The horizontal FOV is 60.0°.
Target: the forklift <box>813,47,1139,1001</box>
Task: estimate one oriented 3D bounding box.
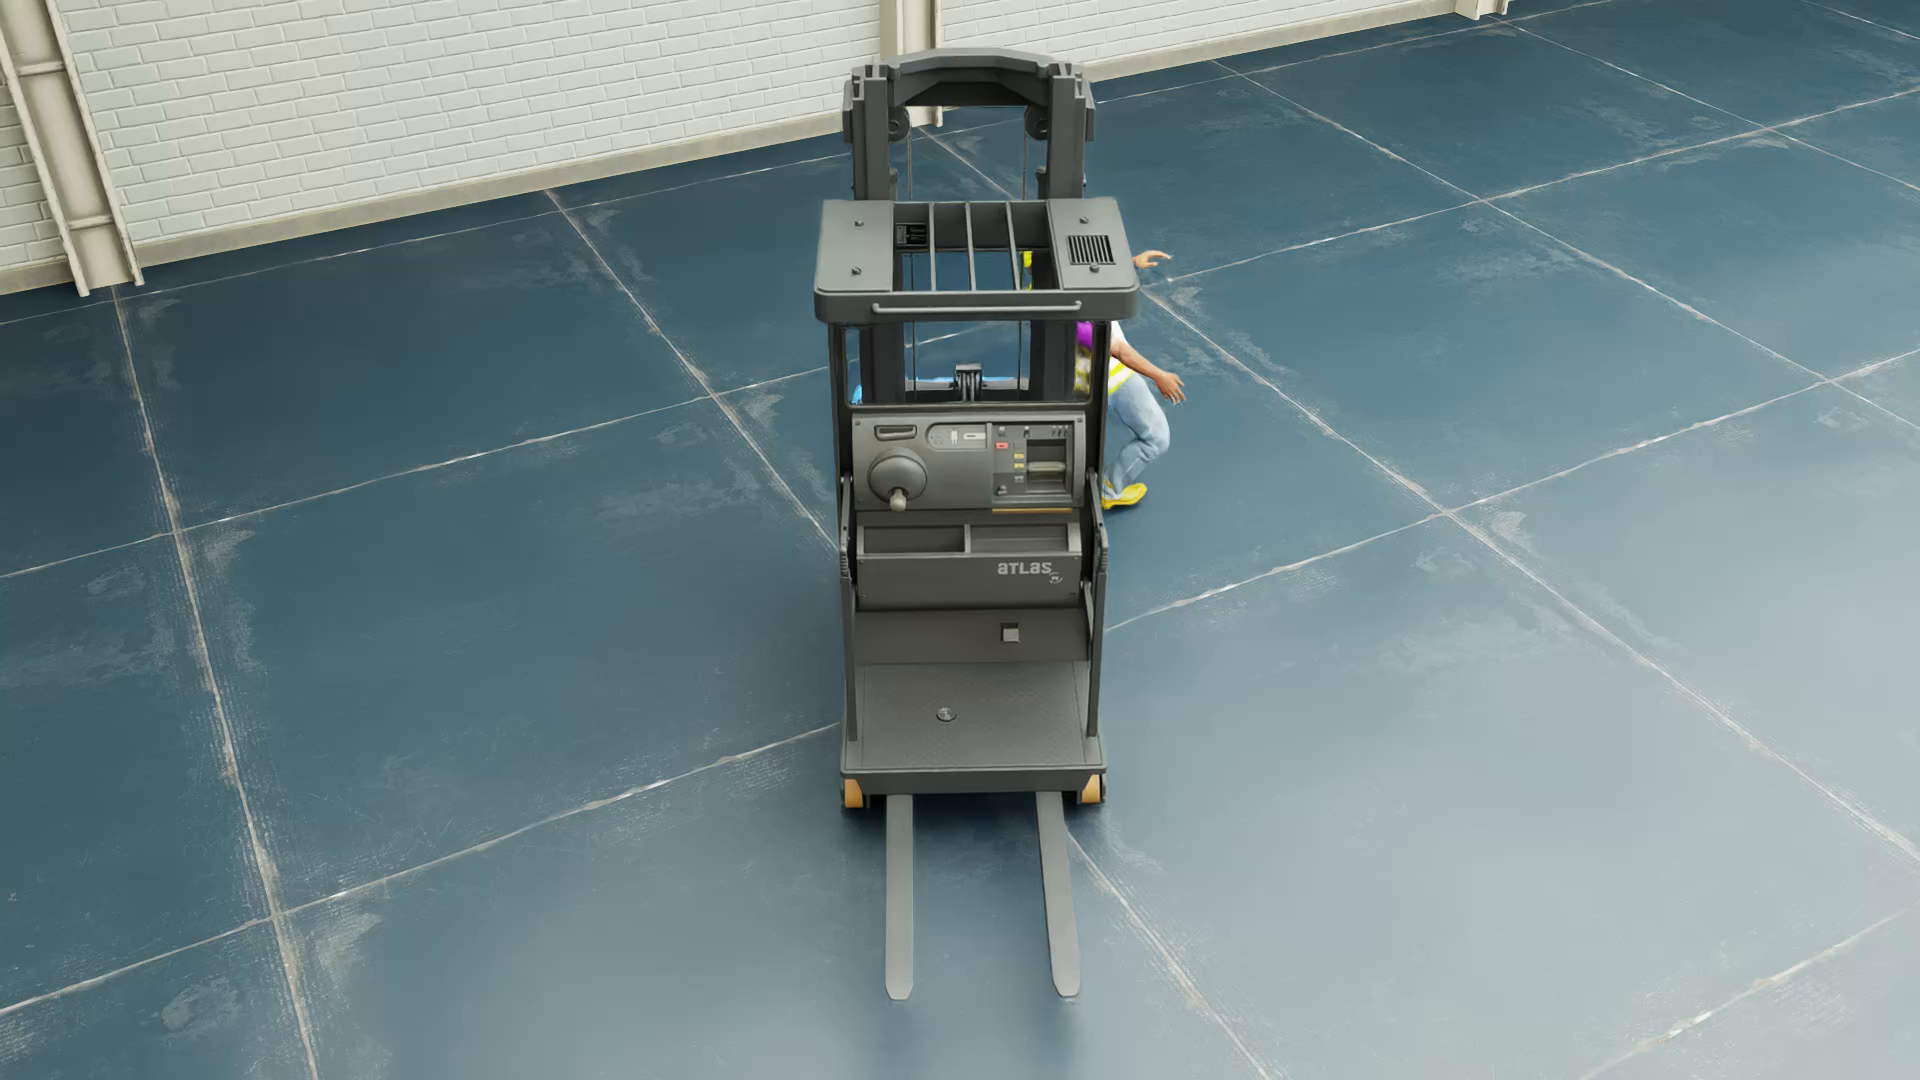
[{"bbox_3d":[0.044,-0.248,6.474,1.130,2.935,3.031,-1,35,-1],"label":"forklift"}]

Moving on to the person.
[{"bbox_3d":[0.743,-0.813,8.436,0.800,1.518,0.972,-24,42,-30],"label":"person"}]
